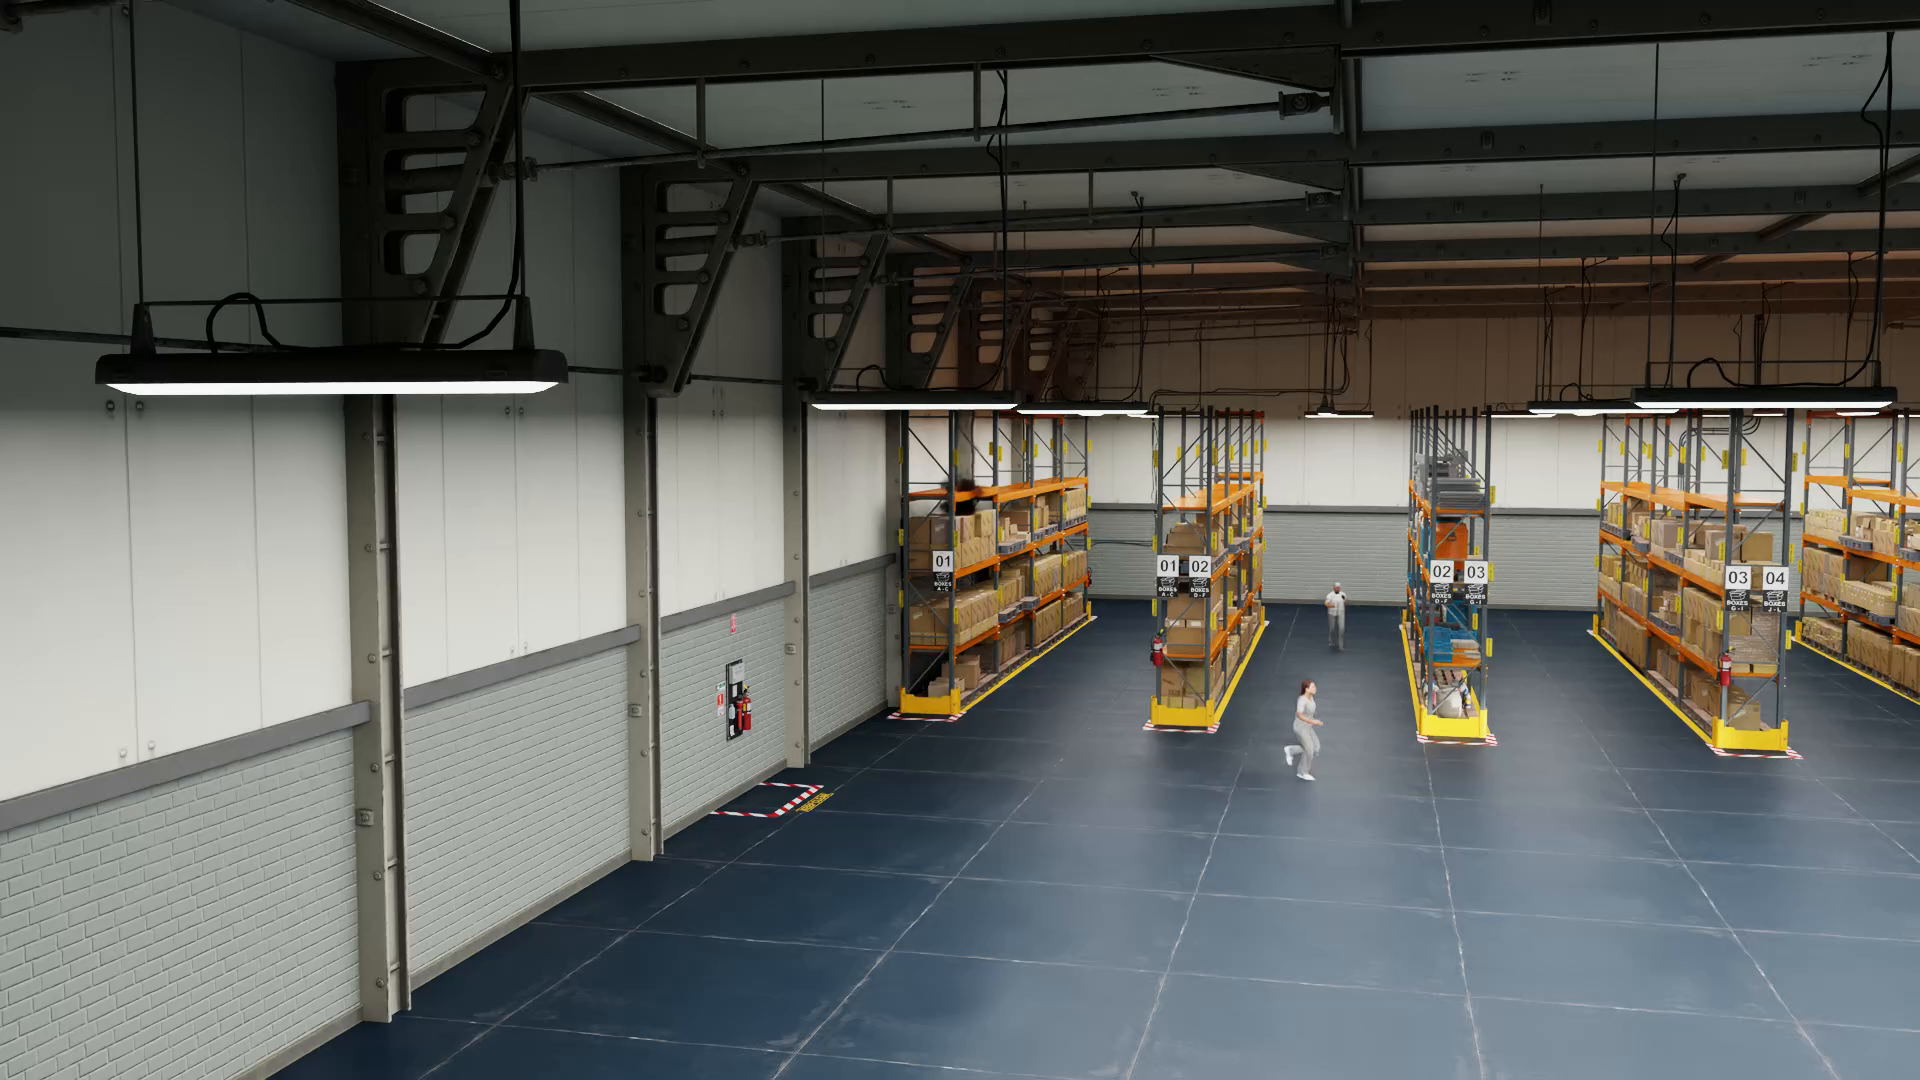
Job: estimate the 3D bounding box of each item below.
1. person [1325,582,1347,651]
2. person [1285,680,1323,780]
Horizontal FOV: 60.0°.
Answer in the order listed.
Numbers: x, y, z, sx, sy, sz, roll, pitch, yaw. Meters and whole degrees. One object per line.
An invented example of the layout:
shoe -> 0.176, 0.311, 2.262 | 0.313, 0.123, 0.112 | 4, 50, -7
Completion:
person -> 9.442, 1.910, 41.756 | 0.564, 1.716, 0.836 | 0, 4, 6
person -> 5.508, 3.025, 26.564 | 0.655, 1.624, 0.601 | 3, 5, 31
